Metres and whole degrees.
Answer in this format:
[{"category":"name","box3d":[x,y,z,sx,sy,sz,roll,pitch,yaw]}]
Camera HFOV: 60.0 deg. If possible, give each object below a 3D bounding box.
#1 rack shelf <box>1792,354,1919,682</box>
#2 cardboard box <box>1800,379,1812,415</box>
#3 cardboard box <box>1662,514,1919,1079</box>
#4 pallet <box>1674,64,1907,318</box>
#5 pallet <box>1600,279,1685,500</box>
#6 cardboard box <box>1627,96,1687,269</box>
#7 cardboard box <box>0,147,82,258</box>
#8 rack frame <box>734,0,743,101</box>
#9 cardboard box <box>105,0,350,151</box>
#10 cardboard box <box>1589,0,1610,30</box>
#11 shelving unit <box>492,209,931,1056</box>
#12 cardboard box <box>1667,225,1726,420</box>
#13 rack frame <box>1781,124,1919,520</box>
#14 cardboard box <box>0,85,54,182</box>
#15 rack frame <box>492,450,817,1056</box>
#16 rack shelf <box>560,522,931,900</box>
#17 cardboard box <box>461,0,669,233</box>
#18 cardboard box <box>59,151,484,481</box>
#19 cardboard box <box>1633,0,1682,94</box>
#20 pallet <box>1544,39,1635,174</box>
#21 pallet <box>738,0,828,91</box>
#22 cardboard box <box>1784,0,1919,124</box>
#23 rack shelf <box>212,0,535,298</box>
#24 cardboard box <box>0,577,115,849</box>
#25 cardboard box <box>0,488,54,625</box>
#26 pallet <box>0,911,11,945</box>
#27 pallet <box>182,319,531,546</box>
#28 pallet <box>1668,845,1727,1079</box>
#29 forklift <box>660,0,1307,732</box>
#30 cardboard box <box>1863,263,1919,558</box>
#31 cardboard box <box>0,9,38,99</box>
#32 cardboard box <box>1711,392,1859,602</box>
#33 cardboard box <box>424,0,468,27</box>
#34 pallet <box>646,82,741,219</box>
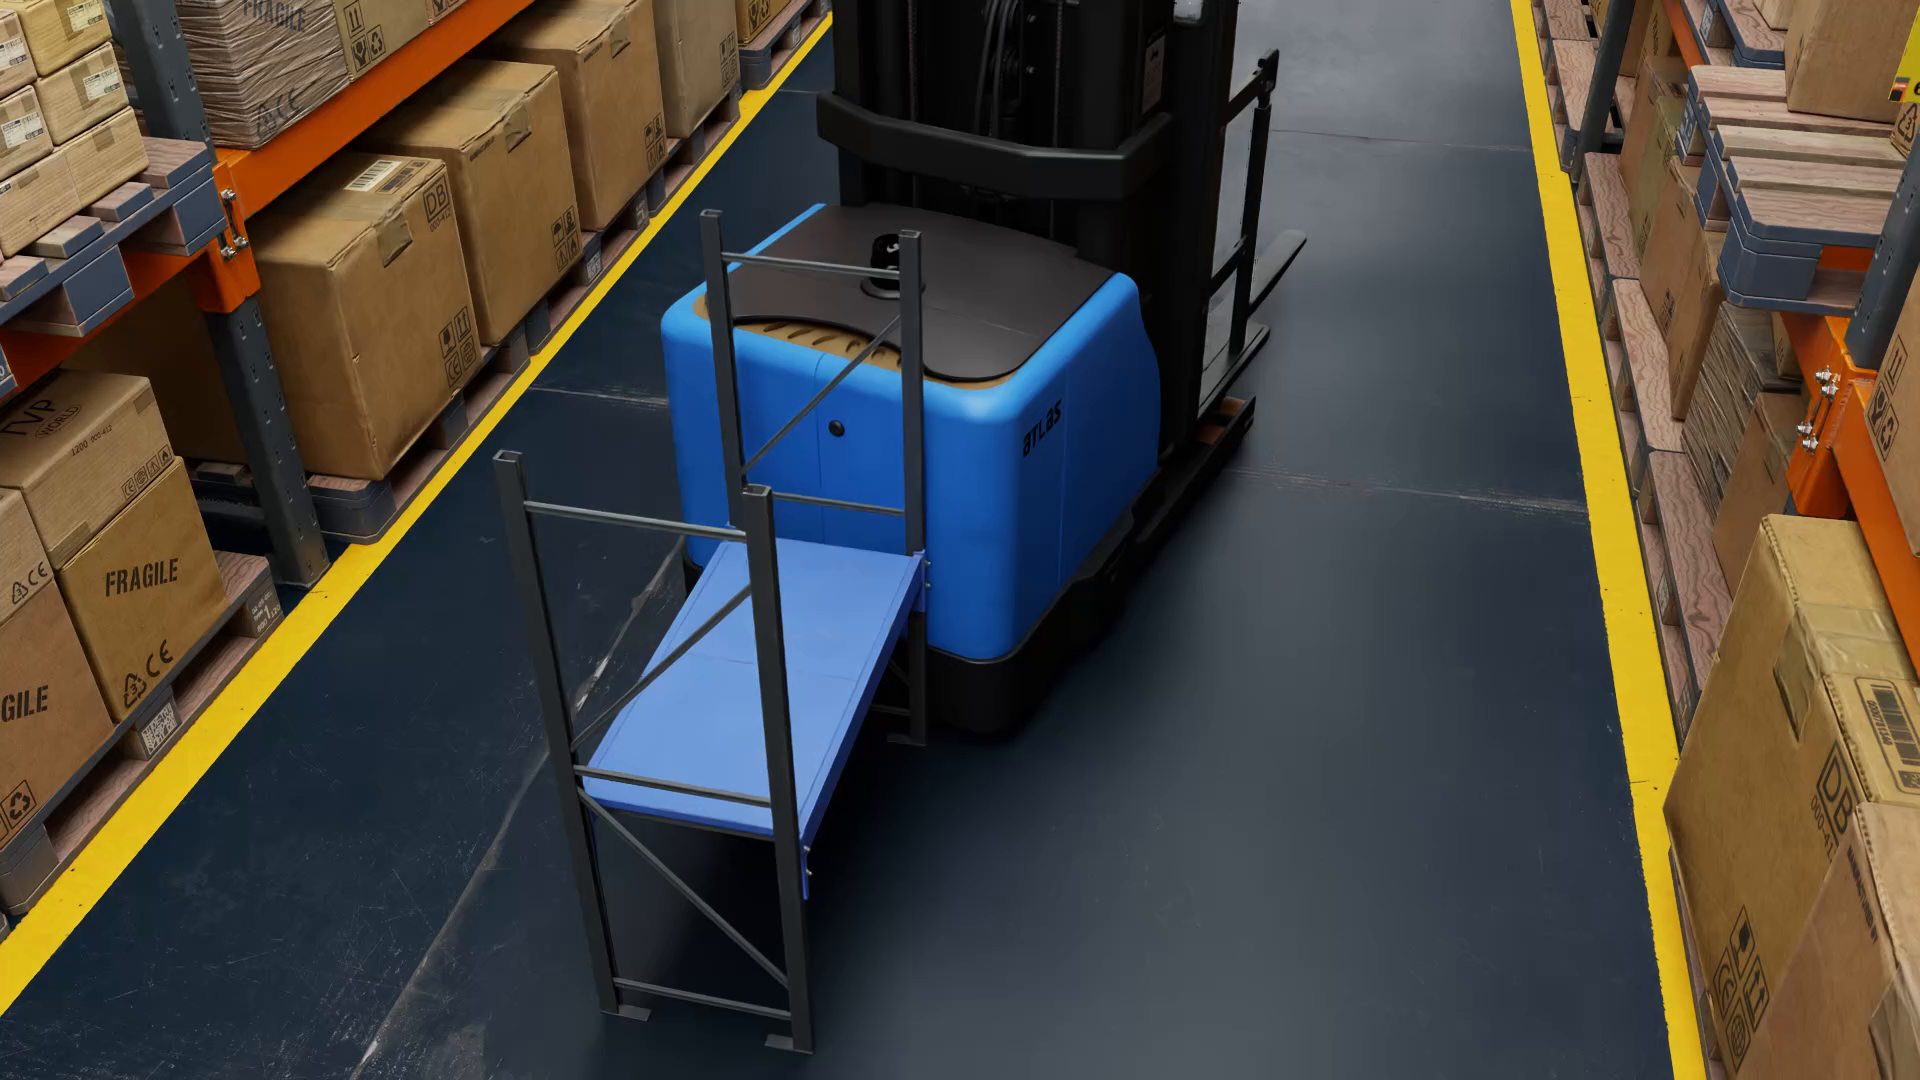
[{"category":"rack shelf","box3d":[1.955,0.959,1.984,1.077,0.370,4.000,7,37,10]},{"category":"cardboard box","box3d":[2.496,-0.337,4.274,0.500,0.250,0.500,9,37,12]},{"category":"cardboard box","box3d":[2.215,0.604,3.313,1.225,0.875,0.875,6,36,8]},{"category":"pallet","box3d":[2.431,-0.823,3.993,1.213,0.211,1.003,7,37,10]},{"category":"pallet","box3d":[2.814,-0.495,5.753,1.003,0.211,1.213,7,37,10]},{"category":"cardboard box","box3d":[2.965,-1.318,6.267,0.700,0.500,0.500,7,37,10]},{"category":"cardboard box","box3d":[-2.152,-0.744,3.577,0.380,0.149,0.250,7,37,10]},{"category":"rack frame","box3d":[-1.587,-3.452,7.457,1.000,3.000,0.127,7,37,10]},{"category":"cardboard box","box3d":[-2.082,-1.423,4.572,0.500,0.500,0.500,8,37,10]},{"category":"cardboard box","box3d":[3.532,-2.850,8.398,0.500,0.500,0.500,4,36,6]},{"category":"shelving unit","box3d":[-0.449,0.201,3.694,0.538,1.500,1.048,8,37,11]},{"category":"cardboard box","box3d":[2.727,-0.677,5.383,0.700,0.500,0.500,10,37,14]},{"category":"rack frame","box3d":[2.383,-0.479,3.355,1.000,3.000,0.127,7,37,10]},{"category":"cardboard box","box3d":[-2.157,-0.854,3.475,0.380,0.149,0.250,9,37,12]},{"category":"rack frame","box3d":[-0.566,0.491,3.294,0.500,1.500,0.032,8,37,11]},{"category":"rack shelf","box3d":[-0.449,0.347,3.800,0.538,0.185,1.000,8,37,11]},{"category":"cardboard box","box3d":[-1.841,-1.791,6.725,1.050,0.750,0.750,7,37,10]},{"category":"cardboard box","box3d":[-2.223,-0.756,5.296,1.050,0.750,0.750,7,36,9]},{"category":"cardboard box","box3d":[3.362,-2.154,7.439,0.500,0.500,0.500,6,36,9]},{"category":"pallet","box3d":[3.346,-2.033,7.875,1.003,0.211,1.213,7,37,10]},{"category":"pallet","box3d":[-1.348,-2.749,8.863,1.003,0.211,1.213,7,37,10]},{"category":"cardboard box","box3d":[2.480,-1.337,4.095,0.700,0.500,0.500,13,38,17]},{"category":"rack shelf","box3d":[-2.014,-2.014,6.086,1.077,0.370,4.000,7,37,10]},{"category":"cardboard box","box3d":[-2.441,0.391,3.927,0.500,0.500,0.500,9,37,12]},{"category":"cardboard box","box3d":[-2.428,0.096,3.695,0.500,0.250,0.500,8,37,11]},{"category":"pallet","box3d":[-2.872,1.116,3.531,1.003,0.211,1.213,7,37,10]},{"category":"pallet","box3d":[-2.199,-0.472,5.722,1.003,0.211,1.213,7,37,10]},{"category":"pallet","box3d":[2.141,1.093,3.563,1.003,0.211,1.213,7,37,10]},{"category":"forklift","box3d":[0.354,-1.523,4.854,1.130,2.935,3.031,17,39,22]},{"category":"cardboard box","box3d":[2.013,-0.275,2.988,0.500,0.500,0.500,8,37,11]},{"category":"cardboard box","box3d":[-2.154,-0.986,3.403,0.380,0.149,0.250,7,36,9]},{"category":"cardboard box","box3d":[2.506,-0.032,4.493,0.700,0.500,0.500,5,36,8]},{"category":"cardboard box","box3d":[-1.868,-2.004,5.373,0.500,0.500,0.500,7,37,10]},{"category":"pallet","box3d":[-1.678,-1.871,7.652,1.003,0.211,1.213,7,37,10]}]
